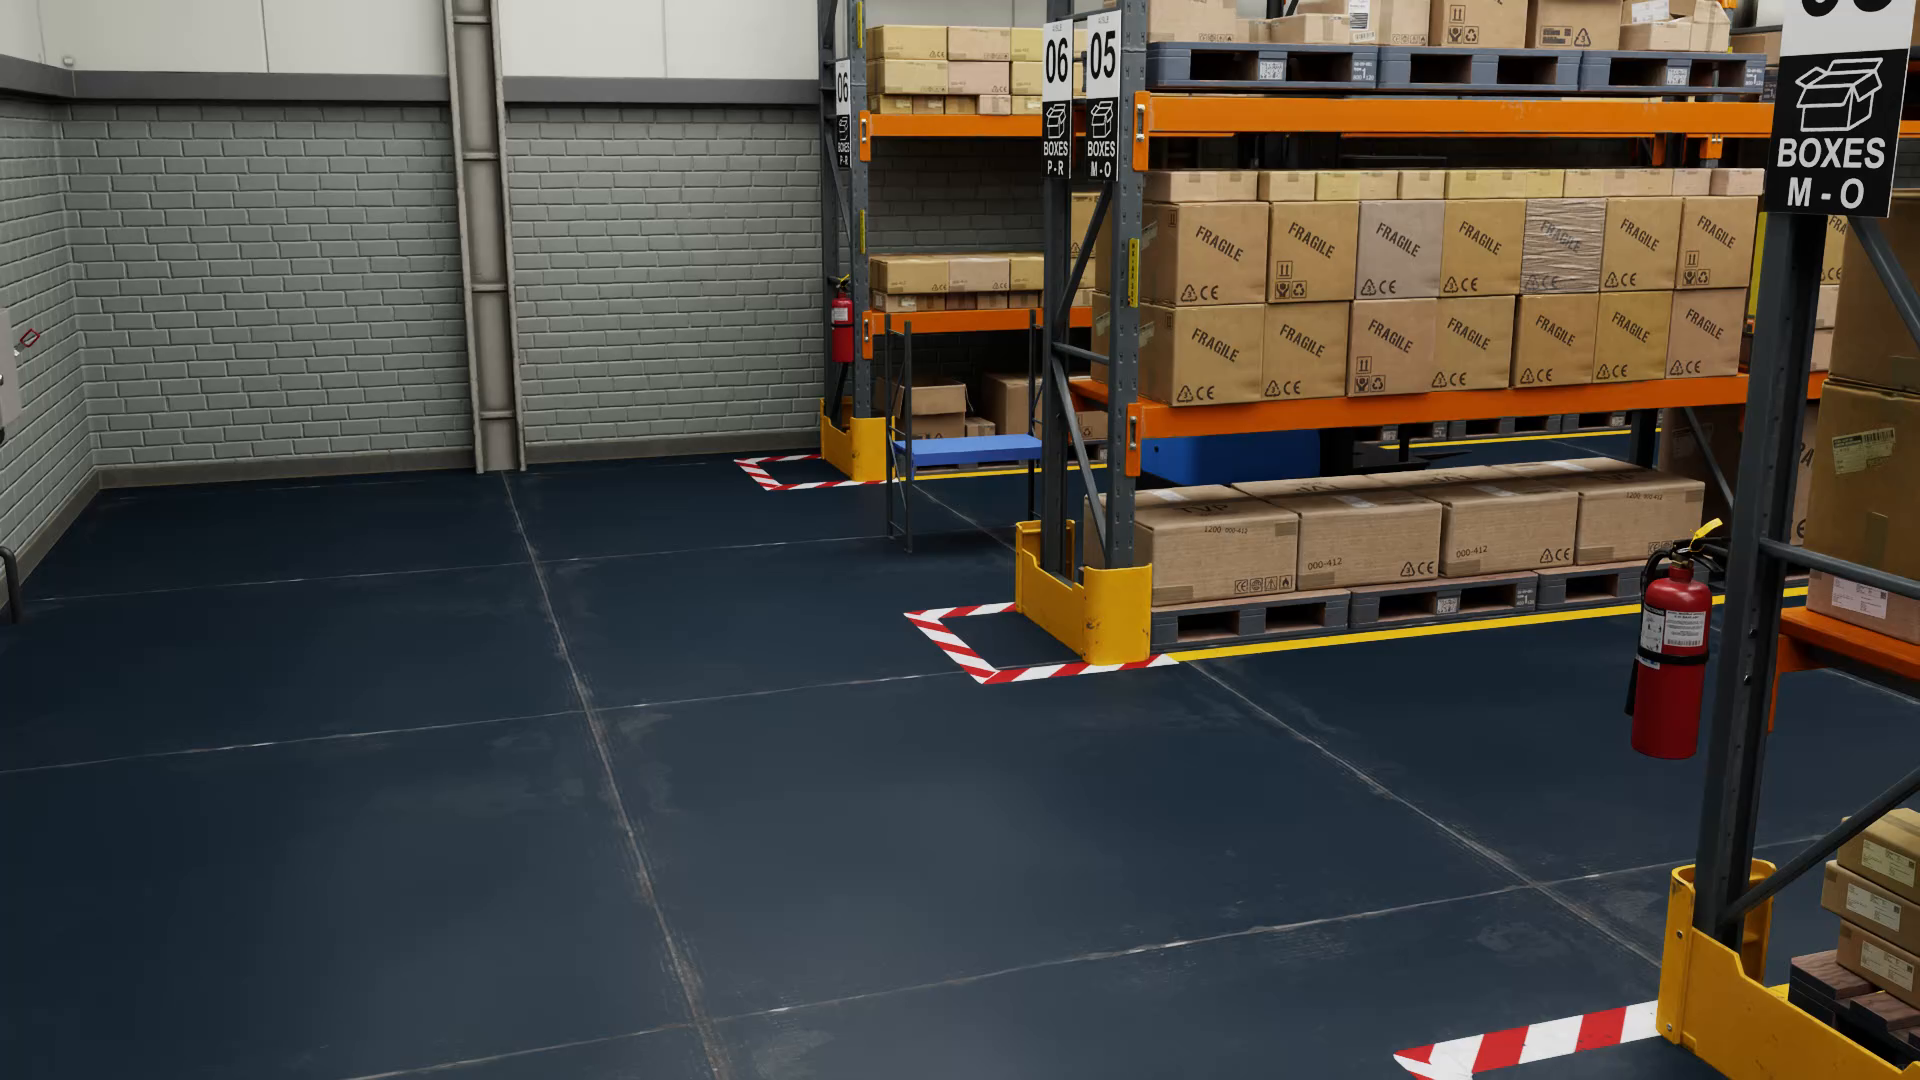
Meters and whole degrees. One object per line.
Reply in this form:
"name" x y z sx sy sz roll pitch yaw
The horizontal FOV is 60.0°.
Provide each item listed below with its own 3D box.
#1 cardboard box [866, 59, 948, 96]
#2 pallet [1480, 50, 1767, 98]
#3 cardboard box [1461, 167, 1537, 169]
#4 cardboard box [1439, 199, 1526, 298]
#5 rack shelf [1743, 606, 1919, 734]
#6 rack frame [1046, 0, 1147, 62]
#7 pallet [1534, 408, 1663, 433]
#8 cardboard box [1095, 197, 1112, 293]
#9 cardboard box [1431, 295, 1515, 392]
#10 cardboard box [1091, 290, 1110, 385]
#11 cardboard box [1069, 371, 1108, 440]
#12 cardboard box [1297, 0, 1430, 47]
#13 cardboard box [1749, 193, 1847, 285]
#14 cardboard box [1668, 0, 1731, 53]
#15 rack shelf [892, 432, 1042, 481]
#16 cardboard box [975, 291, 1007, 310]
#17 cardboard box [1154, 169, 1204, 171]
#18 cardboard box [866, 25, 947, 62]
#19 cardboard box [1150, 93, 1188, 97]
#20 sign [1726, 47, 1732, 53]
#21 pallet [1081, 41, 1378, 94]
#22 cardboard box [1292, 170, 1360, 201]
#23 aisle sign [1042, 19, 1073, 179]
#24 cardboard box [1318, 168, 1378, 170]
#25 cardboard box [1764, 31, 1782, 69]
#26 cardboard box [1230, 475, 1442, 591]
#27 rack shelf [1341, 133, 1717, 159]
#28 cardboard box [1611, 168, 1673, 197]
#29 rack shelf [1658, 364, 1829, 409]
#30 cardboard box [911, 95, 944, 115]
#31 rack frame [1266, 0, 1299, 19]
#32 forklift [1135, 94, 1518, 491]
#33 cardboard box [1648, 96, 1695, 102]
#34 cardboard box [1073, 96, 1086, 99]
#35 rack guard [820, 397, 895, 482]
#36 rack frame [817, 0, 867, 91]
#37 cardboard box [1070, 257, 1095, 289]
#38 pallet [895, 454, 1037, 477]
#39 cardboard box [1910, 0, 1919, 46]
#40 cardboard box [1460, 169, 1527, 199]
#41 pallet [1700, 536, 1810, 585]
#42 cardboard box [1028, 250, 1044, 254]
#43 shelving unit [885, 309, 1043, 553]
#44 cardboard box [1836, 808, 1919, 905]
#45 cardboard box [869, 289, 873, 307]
"cardboard box" -0.410 -3.550 12.785 0.500 0.250 0.500 -5 14 -19
"pallet" 3.682 -2.611 9.348 1.213 0.211 1.003 -4 14 -18
"cardboard box" 3.096 -2.069 9.579 0.250 0.149 0.380 -5 14 -20
"cardboard box" 2.661 -1.582 8.936 0.500 0.500 0.500 -4 14 -18
"rack shelf" 4.239 0.323 4.859 4.000 0.370 1.077 -4 14 -18
"rack frame" 0.669 -3.876 7.994 0.127 3.000 1.000 -4 14 -18
"pallet" 5.945 -1.233 15.872 1.213 0.211 1.003 -4 14 -18
"cardboard box" 1.050 -1.581 8.930 0.500 0.500 0.500 -4 14 -16
"cardboard box" 2.644 -1.097 9.055 0.500 0.500 0.500 -4 14 -16
"cardboard box" 1.042 -1.100 9.070 0.500 0.500 0.500 -4 14 -18
"cardboard box" 1.048 -1.130 13.908 0.500 0.500 0.500 -4 14 -17
"cardboard box" 2.104 -2.726 8.709 0.500 0.311 0.500 -4 14 -17
"cardboard box" 4.969 -1.758 9.673 0.500 0.500 0.500 -4 14 -17
"cardboard box" 3.957 -2.783 9.044 0.258 0.266 0.396 -4 14 -16
"rack shelf" 0.081 -0.561 11.037 1.000 0.185 0.538 -4 14 -18
"cardboard box" 0.205 -1.949 13.399 0.250 0.149 0.380 -4 14 -16
"cardboard box" 1.179 -1.903 8.882 0.250 0.149 0.380 -4 14 -17
"cardboard box" -0.417 -3.798 12.747 0.500 0.250 0.500 -5 14 -19
"cardboard box" 1.518 -3.706 13.440 0.500 0.250 0.500 -4 14 -17
"sign" 6.836 -4.228 14.838 0.005 0.325 0.100 -4 14 -18
"pallet" 1.369 -2.431 8.591 1.213 0.211 1.003 -4 14 -18
"cardboard box" 1.846 -1.826 8.561 0.250 0.149 0.380 -5 14 -20
"aisle sign" 0.502 -2.285 8.650 0.004 0.787 0.394 -4 14 -18
"cardboard box" 2.138 -1.985 9.228 0.250 0.149 0.380 -4 14 -17
"cardboard box" 5.229 -2.984 10.011 0.500 0.311 0.500 -4 14 -18
"cardboard box" 2.128 -0.056 9.524 0.875 0.438 0.875 -4 14 -17
"rack shelf" 4.769 -3.598 14.861 4.000 0.370 1.077 -4 14 -18
"cardboard box" 3.746 -1.999 9.288 0.250 0.149 0.380 -4 14 -18
"rack shelf" 6.356 -1.051 10.633 4.000 0.370 1.077 -4 14 -18
"cardboard box" -0.301 -3.381 12.935 0.250 0.149 0.380 -4 14 -17
"rack frame" 2.874 -5.260 13.810 0.127 3.000 1.000 -4 14 -18
"forklift" 2.755 -1.720 12.039 3.031 2.935 1.130 -5 14 -21
"cardboard box" 6.256 -3.932 15.033 0.500 0.250 0.500 -5 14 -20
"cardboard box" 0.943 -3.448 13.216 0.250 0.149 0.380 -4 14 -18
"rack guard" -0.845 -0.836 13.576 0.348 0.500 1.175 -4 14 -18
"rack frame" -0.917 -4.965 12.569 0.127 3.000 1.000 -4 14 -18
"cardboard box" 1.034 -2.210 13.634 0.500 0.250 0.500 -5 14 -20
"pallet" -0.090 -0.754 13.858 1.213 0.211 1.003 -4 14 -18
"cardboard box" 2.691 -1.358 4.210 0.500 0.250 0.500 -5 14 -19
"cardboard box" 2.810 -1.909 8.909 0.250 0.149 0.380 -4 14 -18
"pallet" 5.168 0.030 10.561 1.213 0.211 1.003 -4 14 -18
"cardboard box" 0.890 -2.322 14.104 0.500 0.250 0.500 -4 14 -18
"shelving unit" 0.081 -0.736 10.996 1.048 1.500 0.538 -4 14 -18
"cardboard box" 2.765 0.919 4.765 0.250 0.149 0.380 -4 14 -17
"cardboard box" -0.689 -2.007 13.643 0.250 0.149 0.380 -5 14 -19
